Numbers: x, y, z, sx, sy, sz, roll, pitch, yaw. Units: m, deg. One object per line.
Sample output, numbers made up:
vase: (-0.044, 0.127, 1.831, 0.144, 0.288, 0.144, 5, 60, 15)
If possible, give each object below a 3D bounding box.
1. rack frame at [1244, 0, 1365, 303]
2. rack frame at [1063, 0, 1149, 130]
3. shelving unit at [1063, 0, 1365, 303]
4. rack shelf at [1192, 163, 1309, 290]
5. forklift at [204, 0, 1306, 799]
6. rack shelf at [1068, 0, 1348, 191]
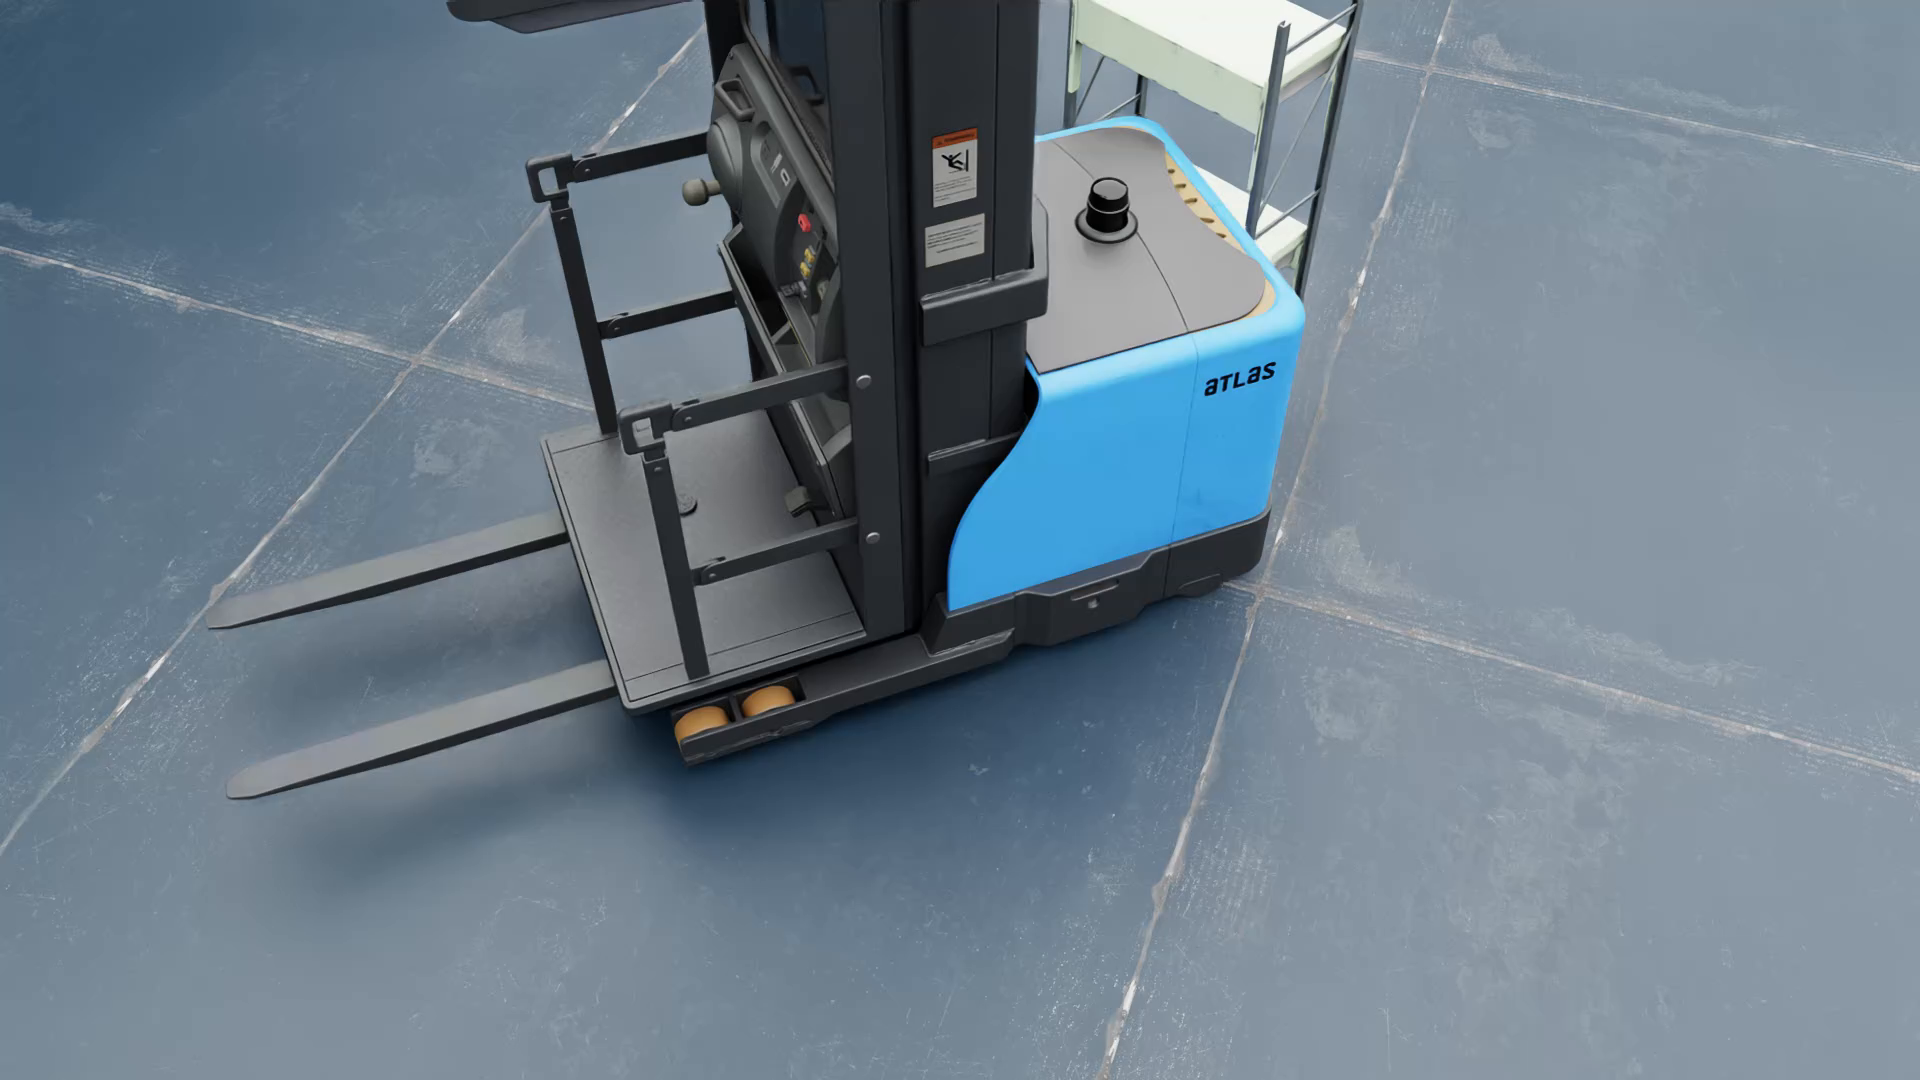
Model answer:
rack frame: (1.000, -0.995, 5.120, 0.023, 1.500, 0.400, 37, 58, 27)
rack frame: (0.477, -1.382, 5.456, 0.023, 1.500, 0.400, 37, 58, 27)
shelving unit: (0.738, -1.189, 5.288, 0.755, 1.500, 0.431, 37, 58, 27)
rack shelf: (0.738, -0.975, 5.534, 0.720, 0.370, 0.431, 37, 58, 27)
forklift: (-0.639, -0.789, 3.994, 3.031, 2.935, 1.130, -17, 51, -14)
rack shelf: (0.738, -1.445, 4.993, 0.720, 0.370, 0.431, 37, 58, 27)
